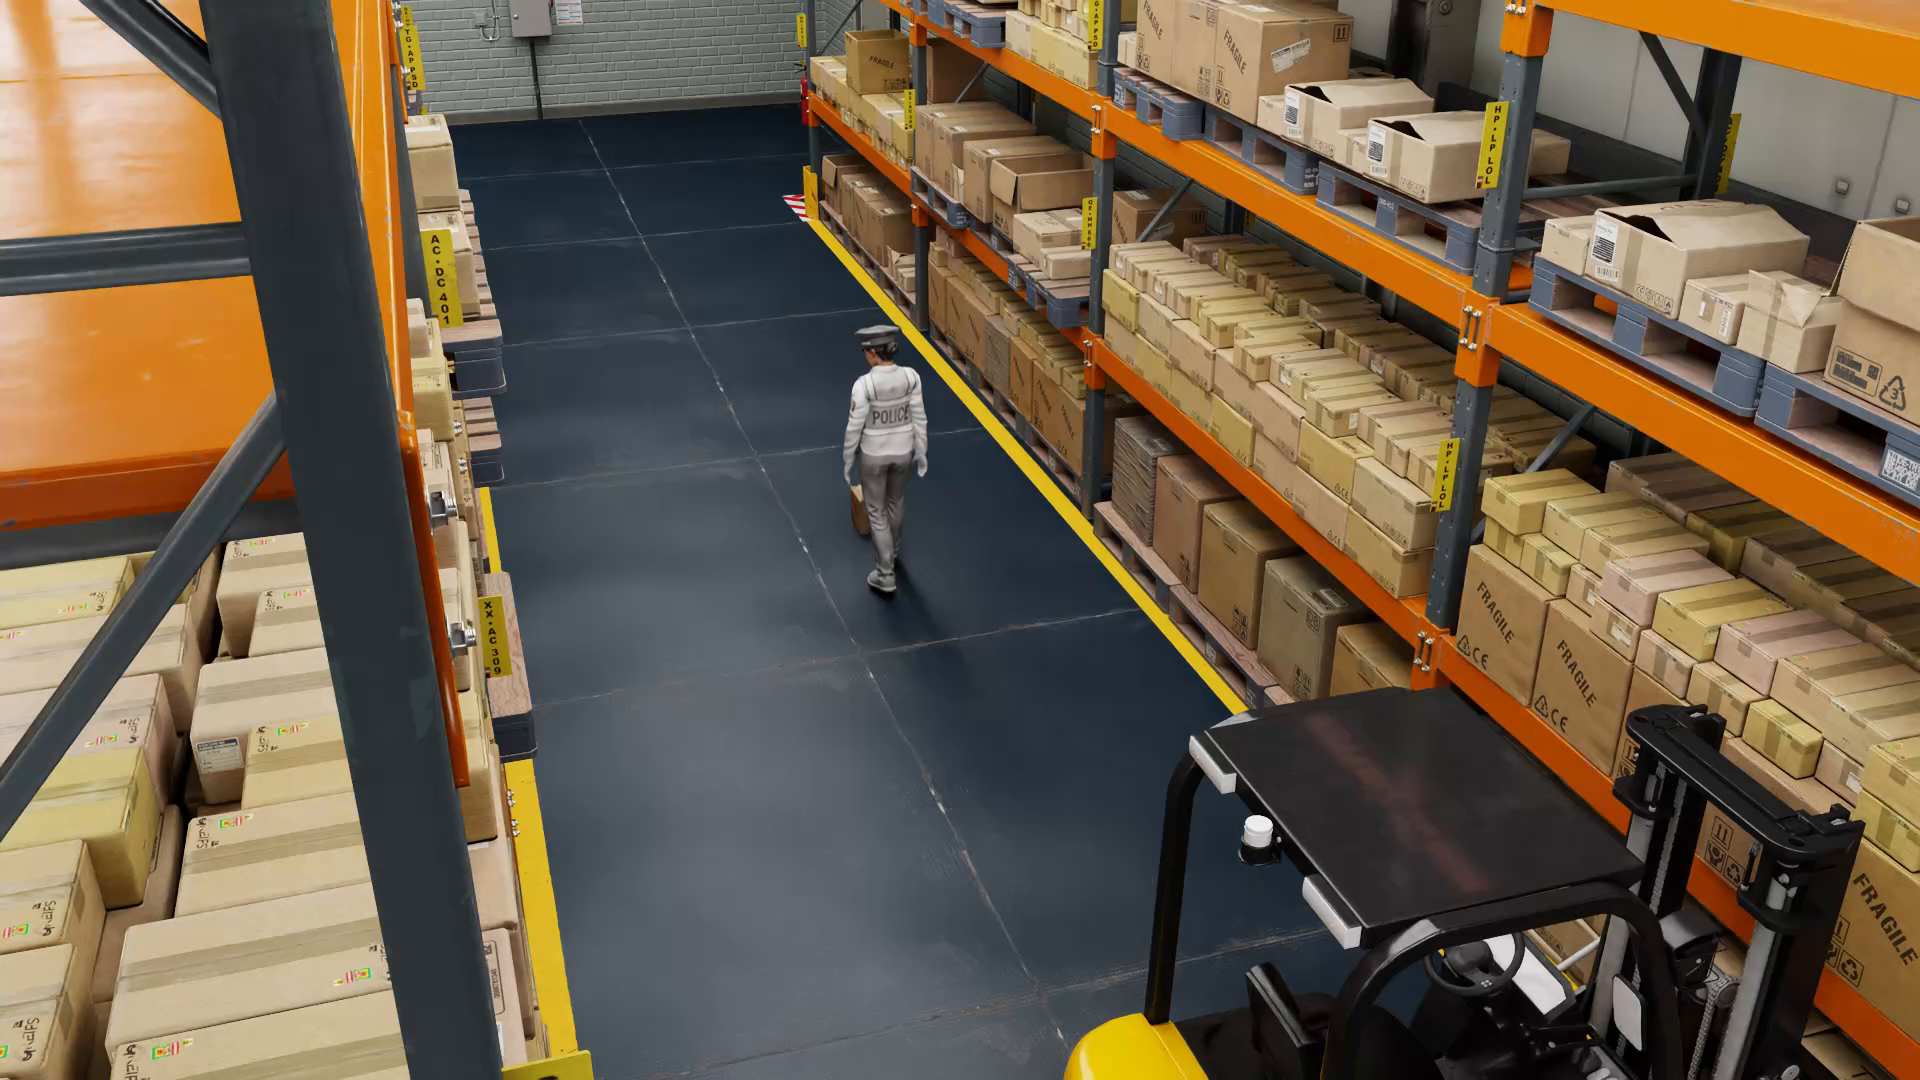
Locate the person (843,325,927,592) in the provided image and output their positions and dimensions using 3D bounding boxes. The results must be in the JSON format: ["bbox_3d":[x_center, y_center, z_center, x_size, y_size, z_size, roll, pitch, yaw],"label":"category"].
[{"bbox_3d":[-0.499,-0.546,10.179,0.524,1.645,0.719,-12,29,-22],"label":"person"}]
